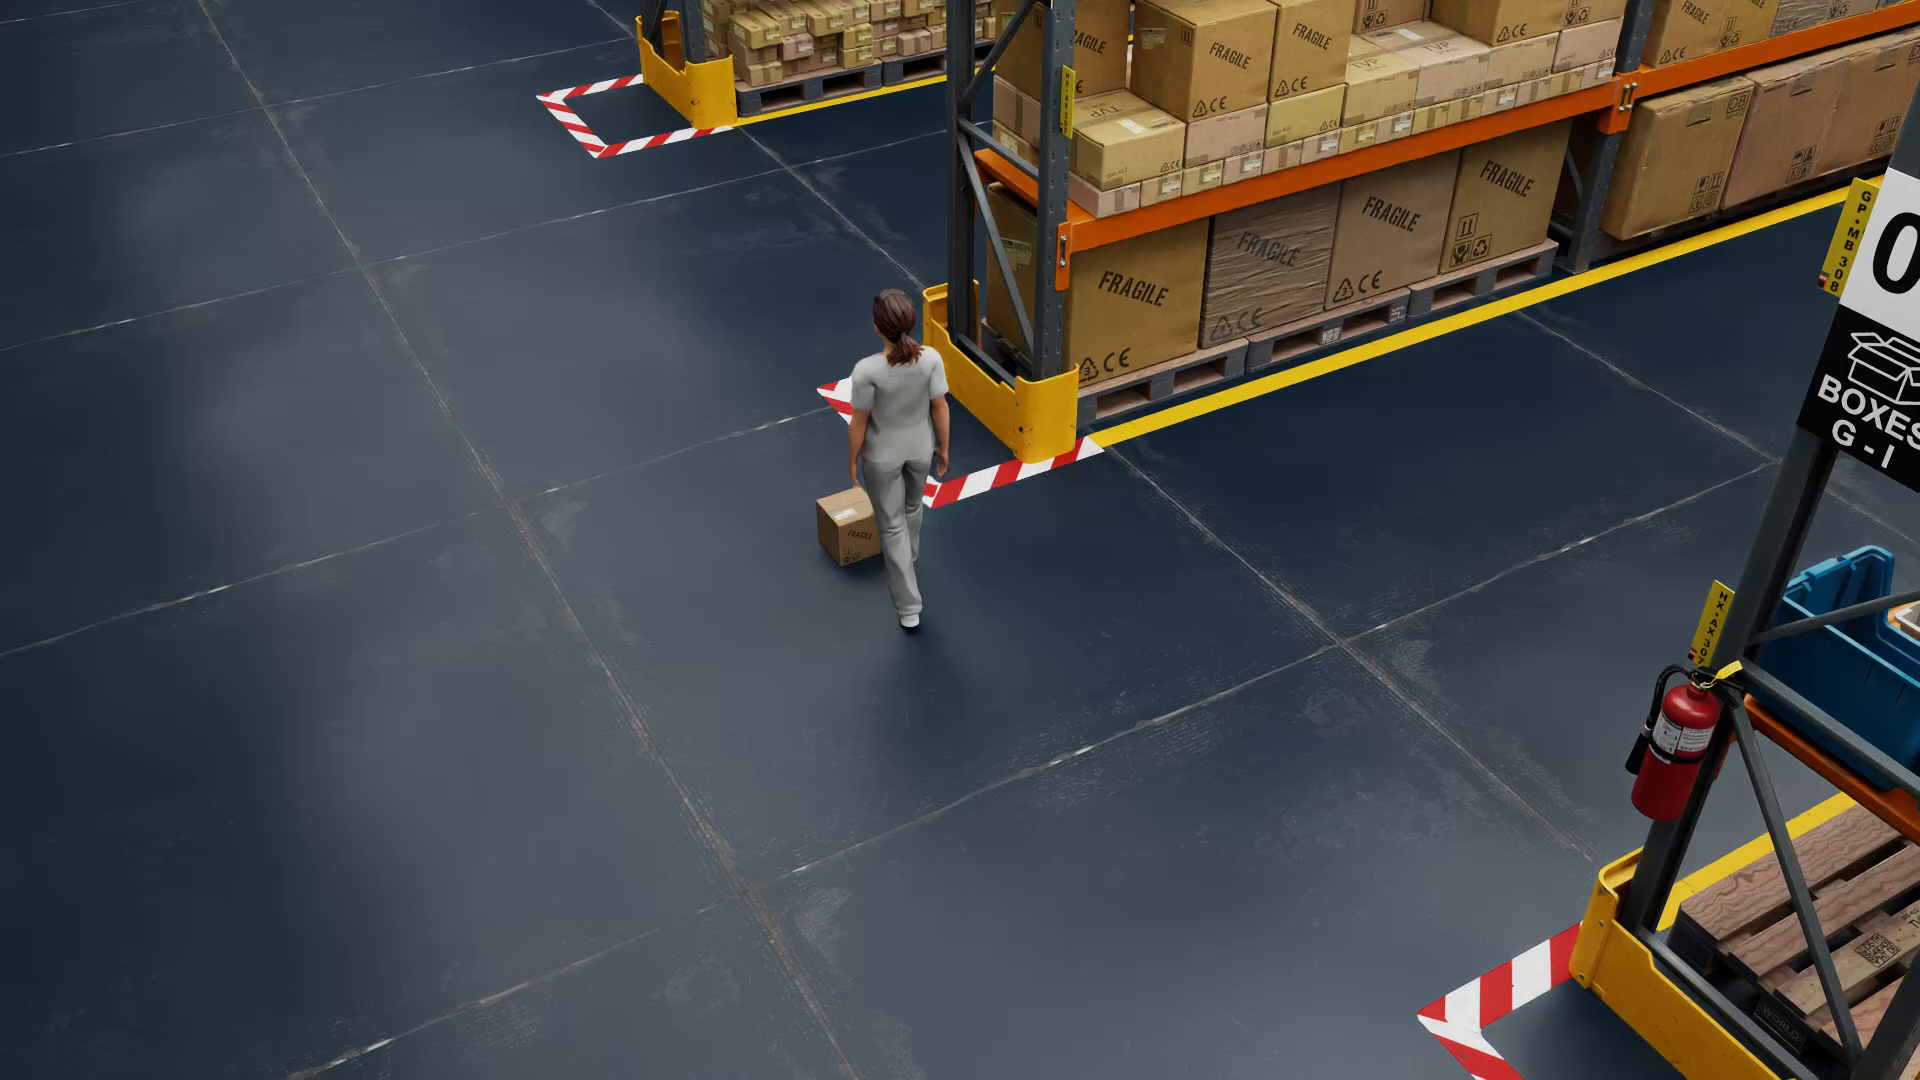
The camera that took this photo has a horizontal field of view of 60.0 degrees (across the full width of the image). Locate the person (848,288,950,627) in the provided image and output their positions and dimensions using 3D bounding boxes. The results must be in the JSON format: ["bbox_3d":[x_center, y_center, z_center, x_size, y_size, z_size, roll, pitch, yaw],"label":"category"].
[{"bbox_3d":[-0.325,-0.446,7.521,0.453,1.657,0.716,-14,39,-18],"label":"person"}]
